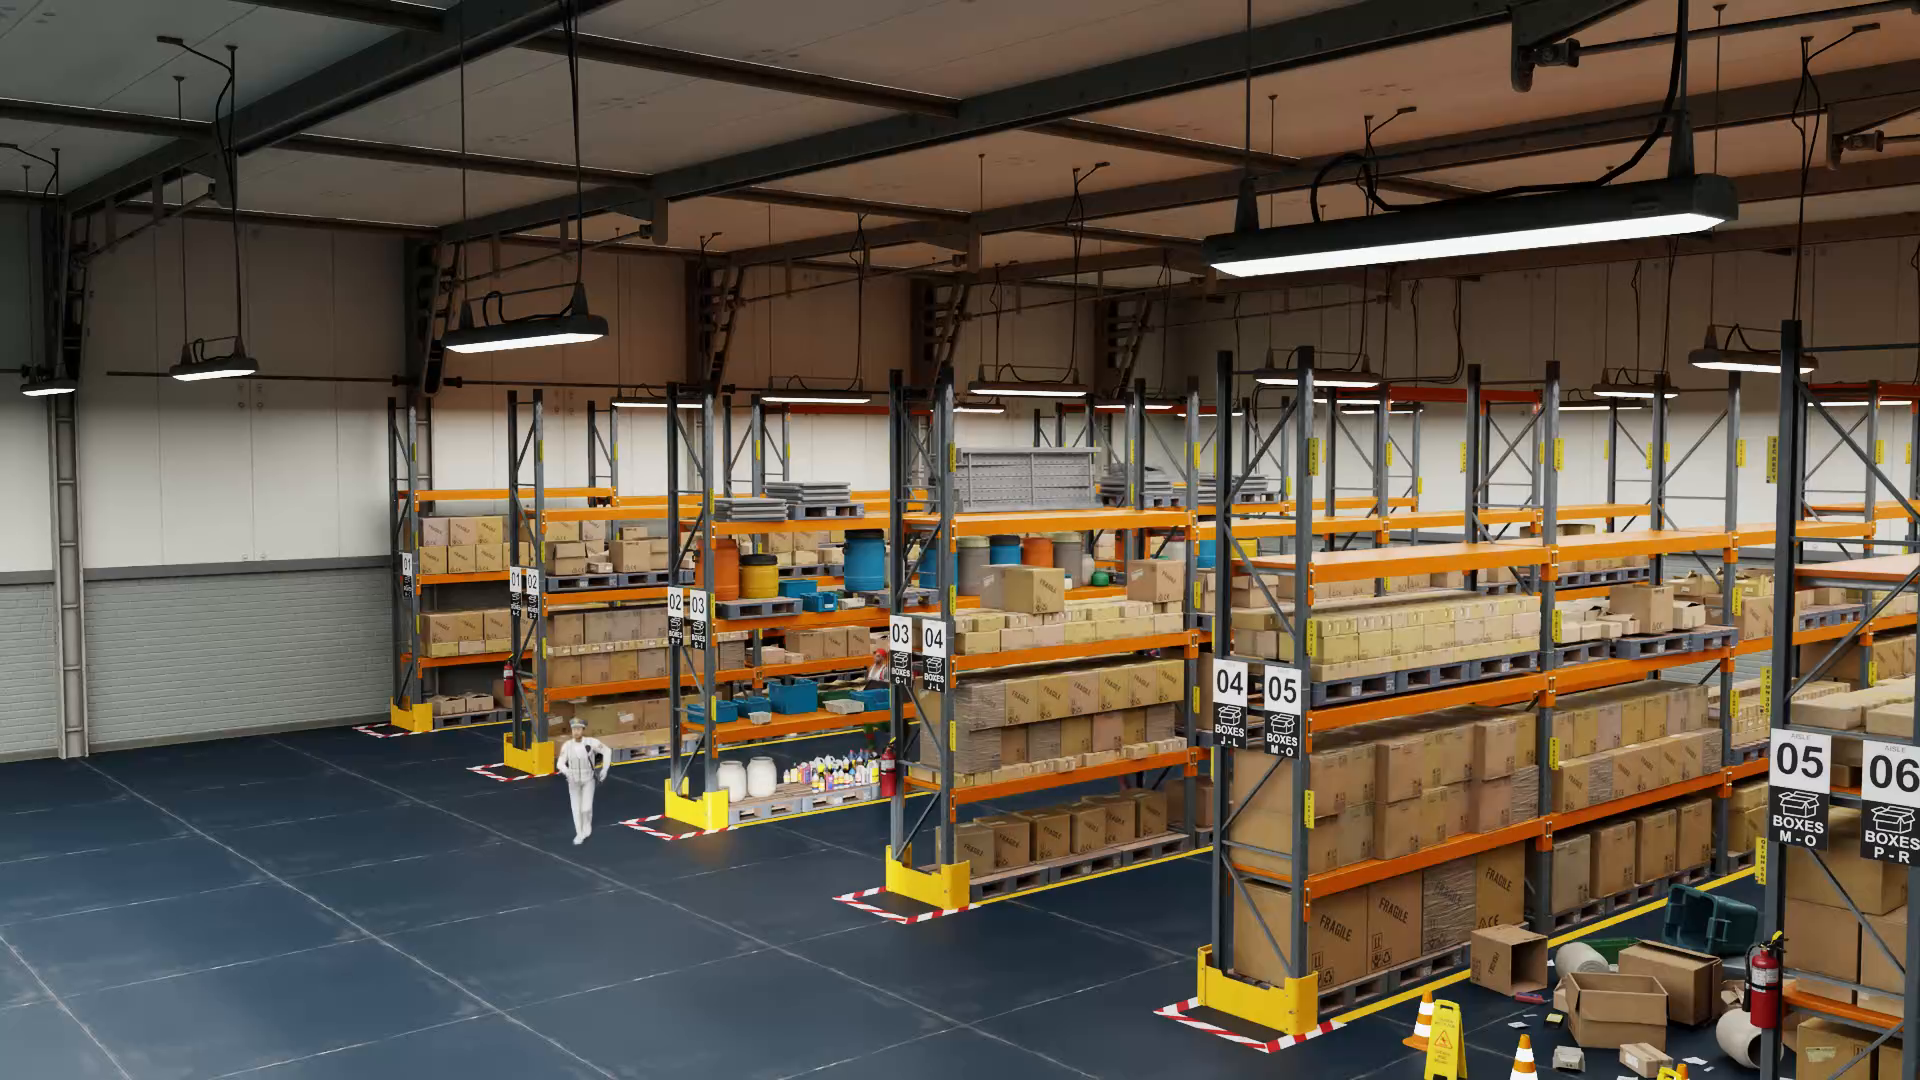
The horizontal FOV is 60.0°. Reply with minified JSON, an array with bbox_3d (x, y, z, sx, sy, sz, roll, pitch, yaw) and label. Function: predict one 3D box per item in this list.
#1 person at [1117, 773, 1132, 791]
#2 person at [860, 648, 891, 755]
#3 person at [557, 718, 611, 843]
[{"bbox_3d":[2.433,2.928,24.361,0.577,1.621,0.562,3,4,38],"label":"person"},{"bbox_3d":[-1.340,2.658,27.503,0.663,1.746,0.780,3,4,37],"label":"person"},{"bbox_3d":[-4.825,3.090,21.289,0.643,1.654,0.715,0,3,-1],"label":"person"}]
